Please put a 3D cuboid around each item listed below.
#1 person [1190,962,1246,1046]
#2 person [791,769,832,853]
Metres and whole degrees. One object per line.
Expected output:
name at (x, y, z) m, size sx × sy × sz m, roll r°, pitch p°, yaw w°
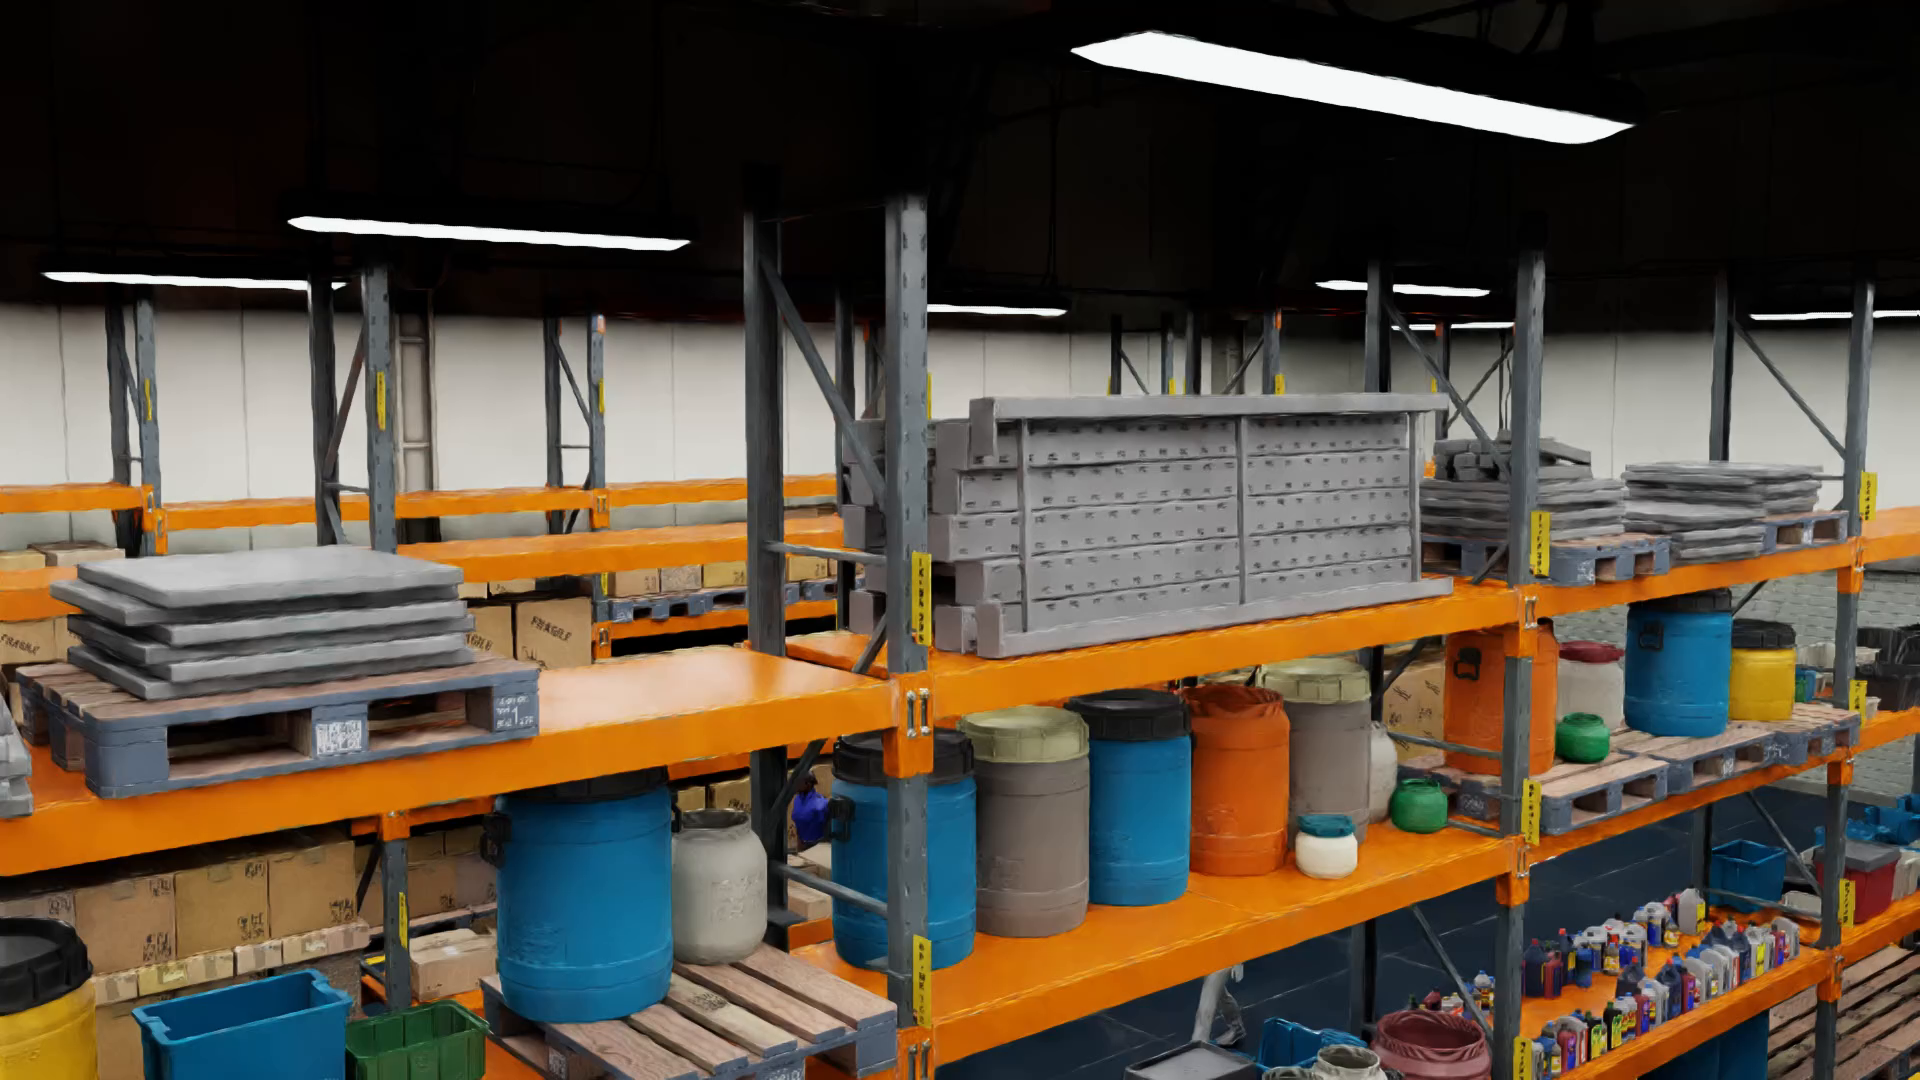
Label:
person at (1.851, 3.143, 12.554) m, size 1.073 × 1.587 × 0.499 m, roll -5°, pitch 7°, yaw -41°
person at (-1.383, 2.878, 15.476) m, size 1.088 × 1.574 × 0.447 m, roll -4°, pitch 7°, yaw -37°
